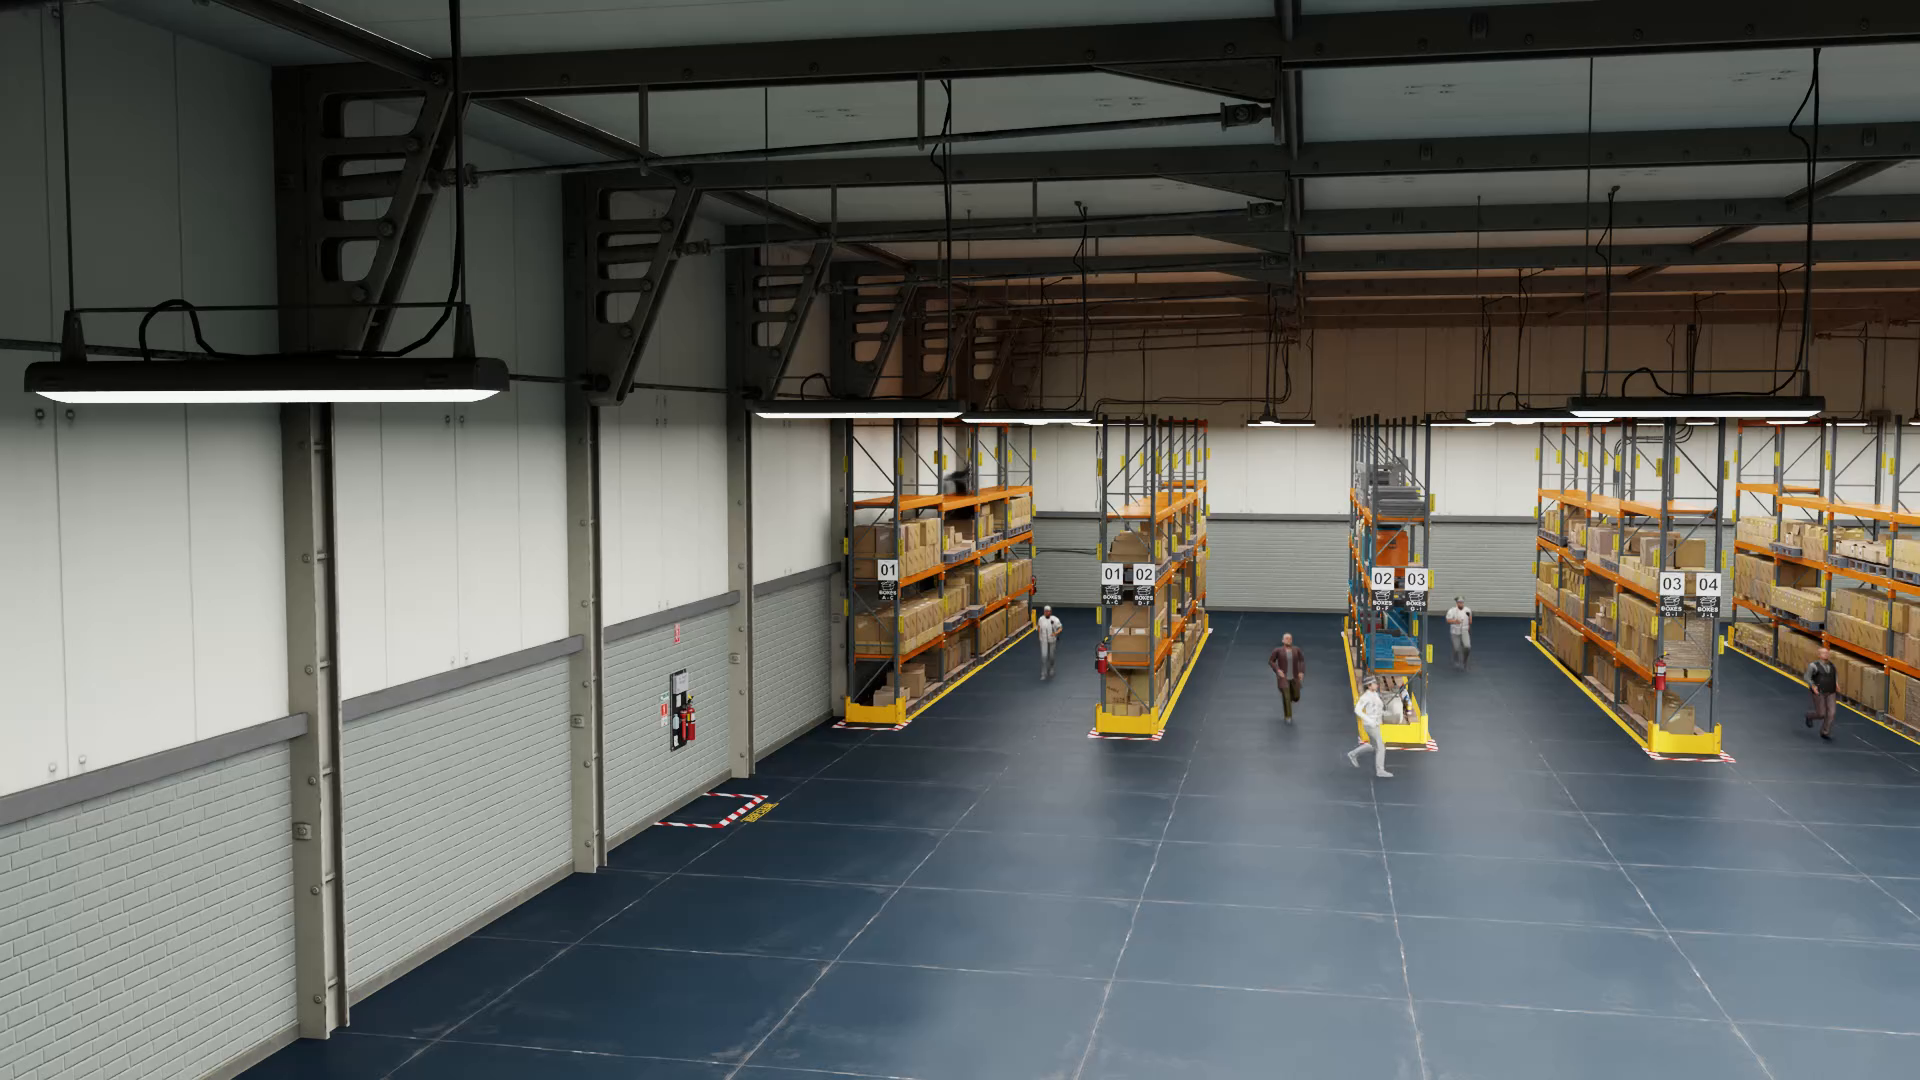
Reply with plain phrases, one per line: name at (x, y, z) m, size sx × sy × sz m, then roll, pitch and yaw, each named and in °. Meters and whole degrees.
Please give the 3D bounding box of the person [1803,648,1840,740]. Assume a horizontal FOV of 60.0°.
person at (16.017, 2.842, 30.835) m, size 0.676 × 1.681 × 0.681 m, roll 0°, pitch 4°, yaw 0°

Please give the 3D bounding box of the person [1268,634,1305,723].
person at (6.424, 2.698, 32.672) m, size 0.730 × 1.724 × 0.717 m, roll 0°, pitch 4°, yaw -7°

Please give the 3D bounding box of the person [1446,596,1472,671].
person at (11.868, 2.225, 39.525) m, size 0.641 × 1.815 × 0.790 m, roll 0°, pitch 4°, yaw 7°

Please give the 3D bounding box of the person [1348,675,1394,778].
person at (6.774, 3.055, 27.467) m, size 0.823 × 1.665 × 0.626 m, roll 3°, pitch 5°, yaw 34°

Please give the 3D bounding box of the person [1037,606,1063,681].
person at (2.062, 2.353, 38.177) m, size 0.601 × 1.705 × 0.815 m, roll 1°, pitch 4°, yaw 9°
